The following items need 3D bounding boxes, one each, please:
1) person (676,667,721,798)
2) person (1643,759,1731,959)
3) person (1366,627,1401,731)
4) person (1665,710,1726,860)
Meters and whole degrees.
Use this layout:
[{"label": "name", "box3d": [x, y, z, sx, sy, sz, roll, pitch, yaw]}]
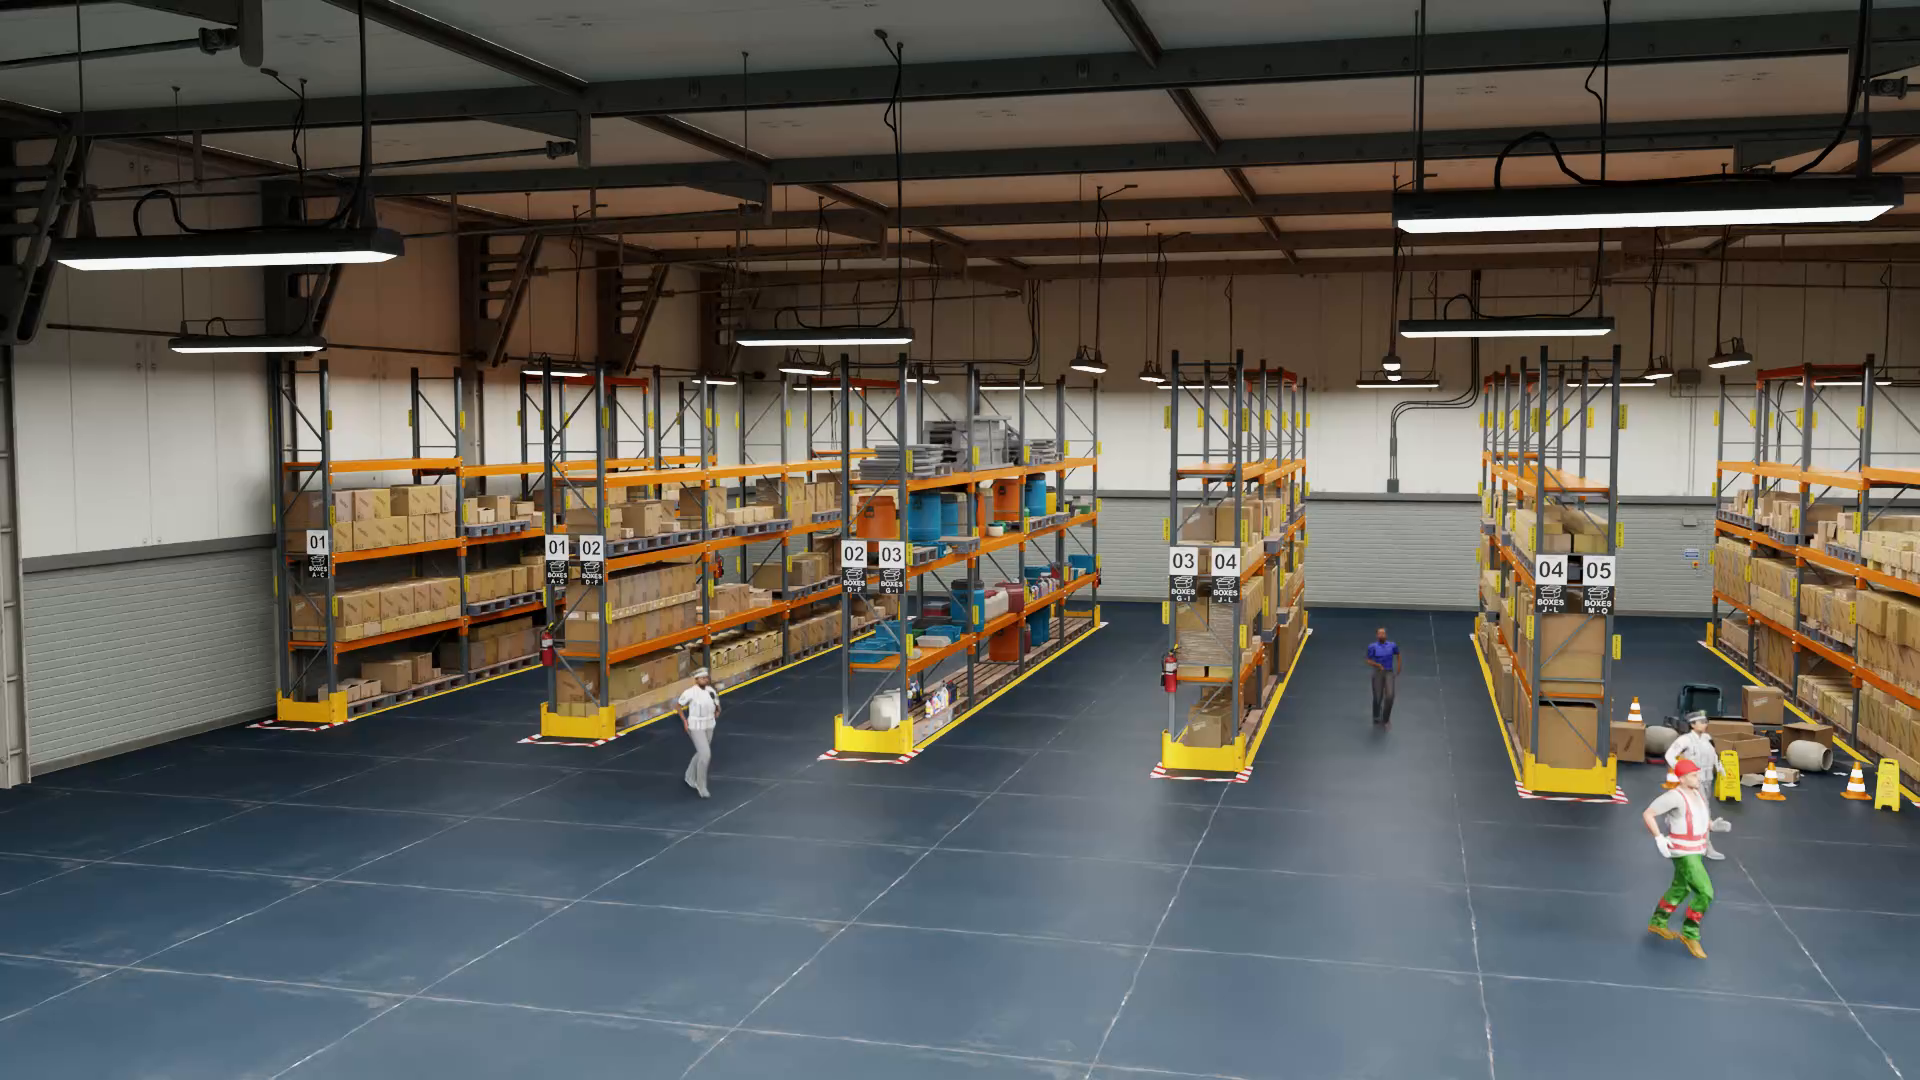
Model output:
[{"label": "person", "box3d": [-3.479, 2.562, 22.317, 0.735, 1.761, 0.554, 4, 6, 43]}, {"label": "person", "box3d": [6.851, 2.986, 15.664, 0.646, 1.838, 0.758, -4, 6, -43]}, {"label": "person", "box3d": [6.896, 2.265, 27.072, 0.581, 1.669, 0.734, 1, 4, 9]}, {"label": "person", "box3d": [8.481, 2.776, 19.175, 0.643, 1.670, 0.837, -2, 5, -26]}]
